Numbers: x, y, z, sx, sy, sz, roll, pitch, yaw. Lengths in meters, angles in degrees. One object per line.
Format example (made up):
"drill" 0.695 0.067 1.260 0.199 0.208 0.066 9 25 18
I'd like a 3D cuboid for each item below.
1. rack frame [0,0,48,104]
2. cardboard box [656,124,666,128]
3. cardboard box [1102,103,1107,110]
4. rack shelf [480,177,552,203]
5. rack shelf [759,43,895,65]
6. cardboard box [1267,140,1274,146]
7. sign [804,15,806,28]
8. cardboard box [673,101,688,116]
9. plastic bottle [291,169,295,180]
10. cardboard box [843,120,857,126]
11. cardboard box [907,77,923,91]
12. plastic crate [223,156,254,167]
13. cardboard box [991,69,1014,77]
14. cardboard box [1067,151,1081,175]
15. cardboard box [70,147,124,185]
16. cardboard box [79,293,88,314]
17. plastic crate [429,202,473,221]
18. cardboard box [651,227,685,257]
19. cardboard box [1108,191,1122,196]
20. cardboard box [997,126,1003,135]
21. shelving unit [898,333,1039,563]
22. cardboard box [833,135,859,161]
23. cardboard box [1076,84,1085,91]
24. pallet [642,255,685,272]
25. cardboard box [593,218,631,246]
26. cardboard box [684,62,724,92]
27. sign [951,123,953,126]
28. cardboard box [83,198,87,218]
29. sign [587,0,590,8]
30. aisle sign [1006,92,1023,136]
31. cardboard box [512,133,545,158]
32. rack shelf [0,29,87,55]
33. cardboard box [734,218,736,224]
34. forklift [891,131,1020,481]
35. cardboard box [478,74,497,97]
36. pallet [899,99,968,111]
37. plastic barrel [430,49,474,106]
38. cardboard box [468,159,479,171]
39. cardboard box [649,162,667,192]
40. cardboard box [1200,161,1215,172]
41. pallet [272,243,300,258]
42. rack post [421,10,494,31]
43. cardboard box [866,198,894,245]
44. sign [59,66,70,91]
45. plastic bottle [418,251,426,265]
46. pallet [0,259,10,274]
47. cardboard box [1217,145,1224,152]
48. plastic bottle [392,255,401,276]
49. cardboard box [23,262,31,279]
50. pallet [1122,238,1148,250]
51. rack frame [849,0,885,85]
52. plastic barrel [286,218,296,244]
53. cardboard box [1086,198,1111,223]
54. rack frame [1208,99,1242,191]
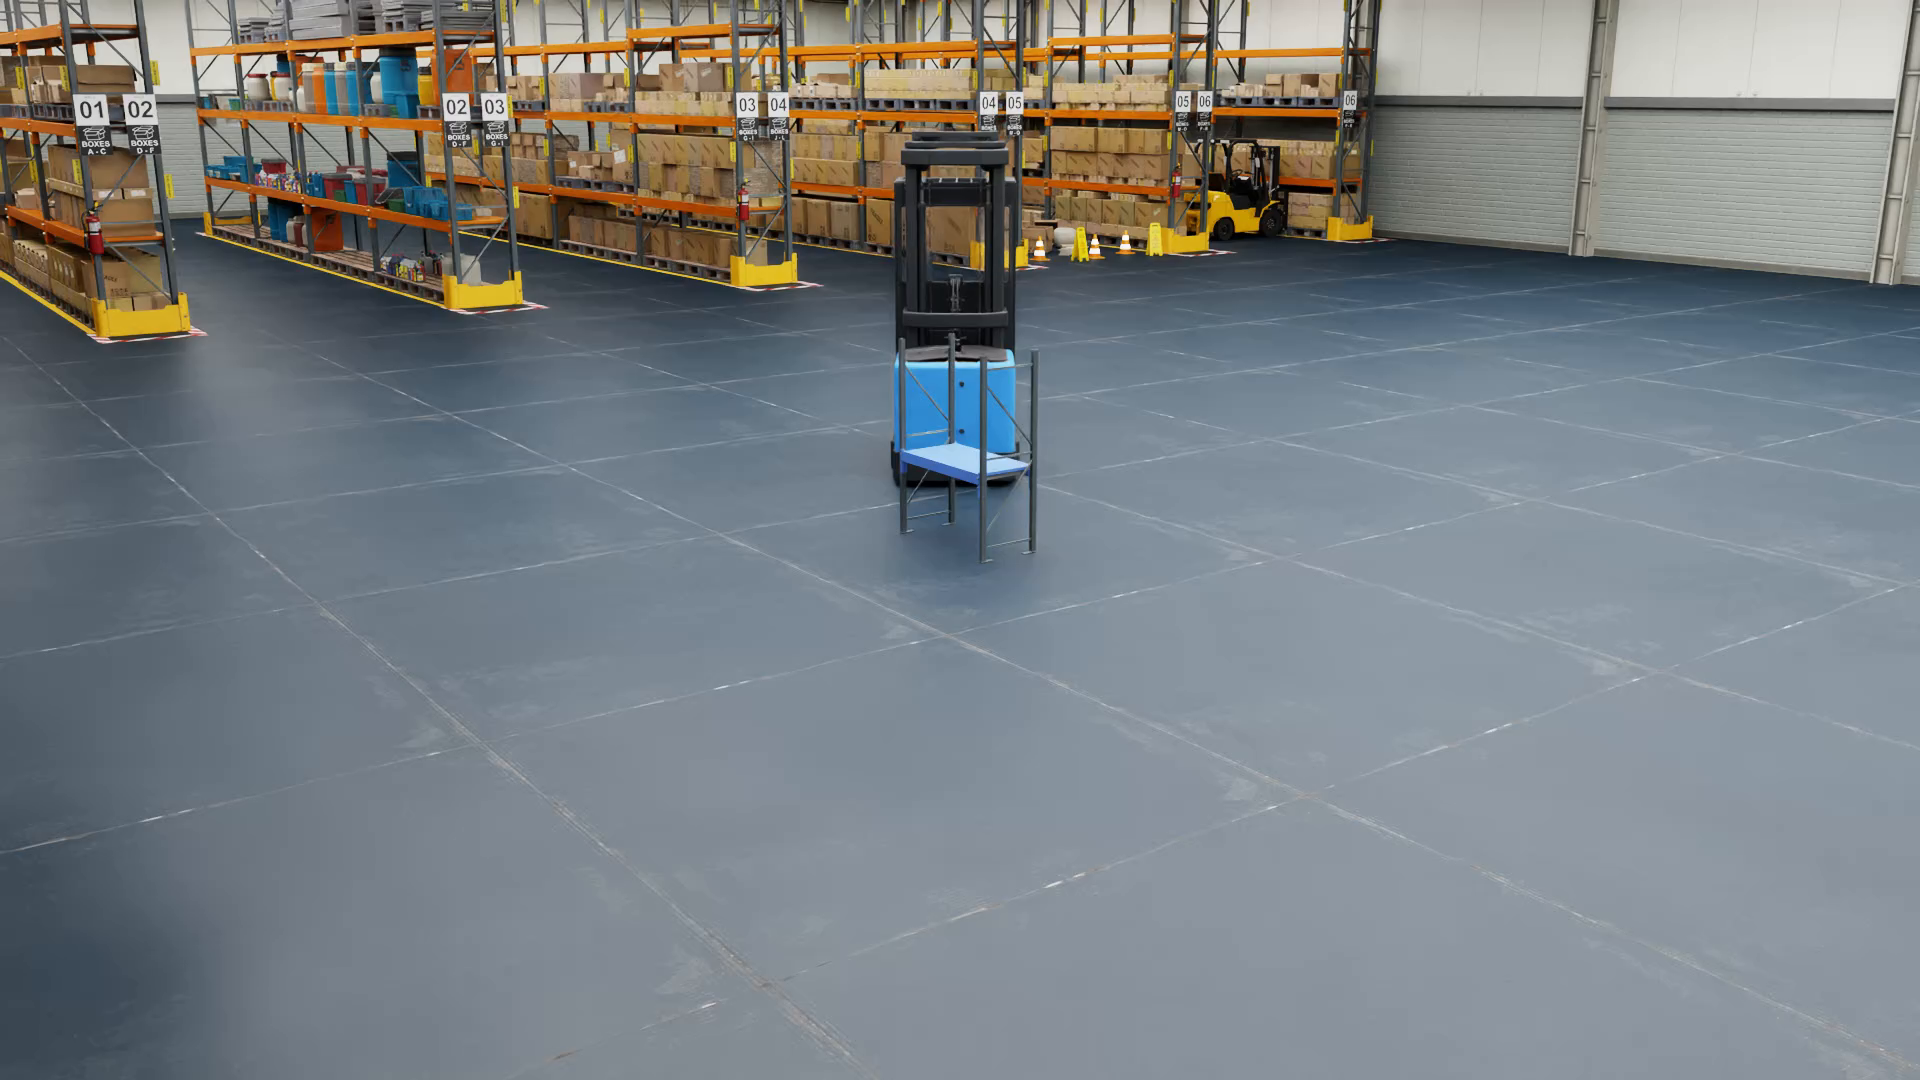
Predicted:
"rack frame" -16.060 -8.937 28.181 1.000 3.000 0.127 -11 19 -35
"cardboard box" -7.128 -10.024 40.872 0.500 0.500 0.500 -12 19 -36
"cardboard box" 3.216 -9.155 35.137 0.380 0.149 0.250 -11 19 -34
"rack shelf" -9.220 -7.660 36.244 1.077 0.370 4.000 -11 19 -35
"rack shelf" -2.797 -10.255 35.118 1.077 0.370 4.000 -11 19 -35
"cardboard box" 7.266 -9.112 38.206 0.380 0.149 0.250 -11 19 -34
"sign" -4.285 -14.290 45.821 0.100 0.325 0.005 -11 19 -35
"cardboard box" -4.720 -7.633 29.385 0.500 0.250 0.500 -11 19 -35
"plastic bottle" -13.714 -7.474 34.293 0.144 0.351 0.185 -11 19 -35
"cardboard box" -2.819 -10.832 43.158 0.380 0.149 0.250 -11 19 -36
"cardboard box" -0.667 -8.772 31.996 0.500 0.250 0.500 -11 19 -34
"plastic crate" -16.407 -8.523 37.853 0.616 0.435 0.499 -11 19 -35
"cardboard box" 0.792 -8.702 30.985 0.380 0.149 0.250 -11 19 -34
"cardboard box" 2.671 -8.215 36.155 0.500 0.500 0.500 -11 19 -35
"cardboard box" -12.262 -5.341 23.760 0.700 0.500 0.500 -11 19 -34
"cardboard box" -12.214 -3.385 23.673 0.500 0.250 0.500 -11 19 -35
"plastic crate" -7.883 -5.091 25.778 0.499 0.251 0.616 -11 19 -35
"cardboard box" -5.490 -5.631 31.407 0.500 0.500 0.500 -12 19 -36
"cardboard box" 4.340 -8.811 42.790 0.875 0.625 0.625 -10 18 -33
"cardboard box" 0.972 -11.536 47.341 0.500 0.500 0.500 -11 19 -36
"shelving unit" 0.050 -0.705 12.312 0.538 1.500 1.048 -11 19 -35
"cardboard box" -2.222 -8.219 34.840 0.700 0.500 0.500 -11 19 -35
"cardboard box" 2.702 -9.687 35.571 0.380 0.149 0.250 -11 19 -35
"pallet" -5.269 -5.243 31.332 1.003 0.211 1.213 -11 19 -35
"cardboard box" -6.959 -6.210 33.485 0.700 0.500 0.500 -9 18 -30
"cardboard box" -4.457 -8.043 28.898 0.500 0.500 0.500 -11 19 -35
"sign" -0.259 -12.390 49.372 0.100 0.325 0.005 -11 19 -35
"cardboard box" -11.933 -4.596 23.497 0.700 0.500 0.500 -10 18 -33
"sign" -7.611 -11.048 33.978 0.100 0.325 0.005 -11 19 -35
"aisle sign" 1.015 -7.905 30.852 0.394 0.787 0.004 -11 19 -35
"cardboard box" -9.242 -8.552 36.052 0.797 0.503 0.637 -10 18 -33
"rack shelf" -14.884 -7.970 26.769 1.077 0.370 4.000 -11 19 -35
"cardboard box" -4.874 -7.536 38.369 0.500 0.500 0.500 -10 18 -32
"forklift" -0.041 -2.247 15.232 1.130 2.935 3.031 0 15 0
"cardboard box" -10.905 -10.338 37.808 0.700 0.500 0.500 -12 20 -38
"pallet" -0.435 -8.441 32.222 1.003 0.211 1.213 -11 19 -35
"plastic barrel" -7.735 -7.043 25.337 0.600 0.830 0.708 -11 19 -35
"cardboard box" -10.868 -8.559 37.885 0.500 0.250 0.500 -11 19 -36
"cardboard box" -5.212 -6.699 30.619 0.875 0.500 0.500 -11 19 -35
"cardboard box" 5.829 -9.030 40.170 0.500 0.250 0.500 -10 18 -33
"pallet" -13.261 -5.888 33.690 1.003 0.211 1.213 -11 19 -35
"rack post" -7.688 -7.936 25.474 0.937 0.300 0.954 -9 18 -29
"cardboard box" -1.308 -6.507 33.896 0.875 0.875 0.875 -11 19 -34
"sign" -11.803 -6.089 21.932 0.100 0.325 0.005 -11 19 -35
"plastic bottle" -9.204 -4.776 28.529 0.144 0.351 0.185 -11 19 -35
"pallet" -17.181 -5.124 30.896 1.003 0.211 1.213 -11 19 -35
"cardboard box" 6.311 -9.287 39.409 0.380 0.149 0.250 -11 19 -35
"plastic bottle" -9.449 -4.614 27.938 0.144 0.351 0.185 -12 19 -37
"cardboard box" -15.382 -4.545 27.912 0.500 0.250 0.500 -11 19 -36
"pallet" 4.182 -6.260 35.048 1.003 0.211 1.213 -11 19 -35
"rack frame" -2.380 -12.866 42.537 1.000 3.000 0.127 -11 19 -35
"plastic barrel" -13.420 -6.263 33.695 0.421 0.512 0.421 0 15 0
"cardboard box" 3.080 -7.111 35.866 0.500 0.500 0.500 -10 18 -32
"rack frame" 6.336 -9.035 39.905 1.000 3.000 0.127 -11 19 -35
